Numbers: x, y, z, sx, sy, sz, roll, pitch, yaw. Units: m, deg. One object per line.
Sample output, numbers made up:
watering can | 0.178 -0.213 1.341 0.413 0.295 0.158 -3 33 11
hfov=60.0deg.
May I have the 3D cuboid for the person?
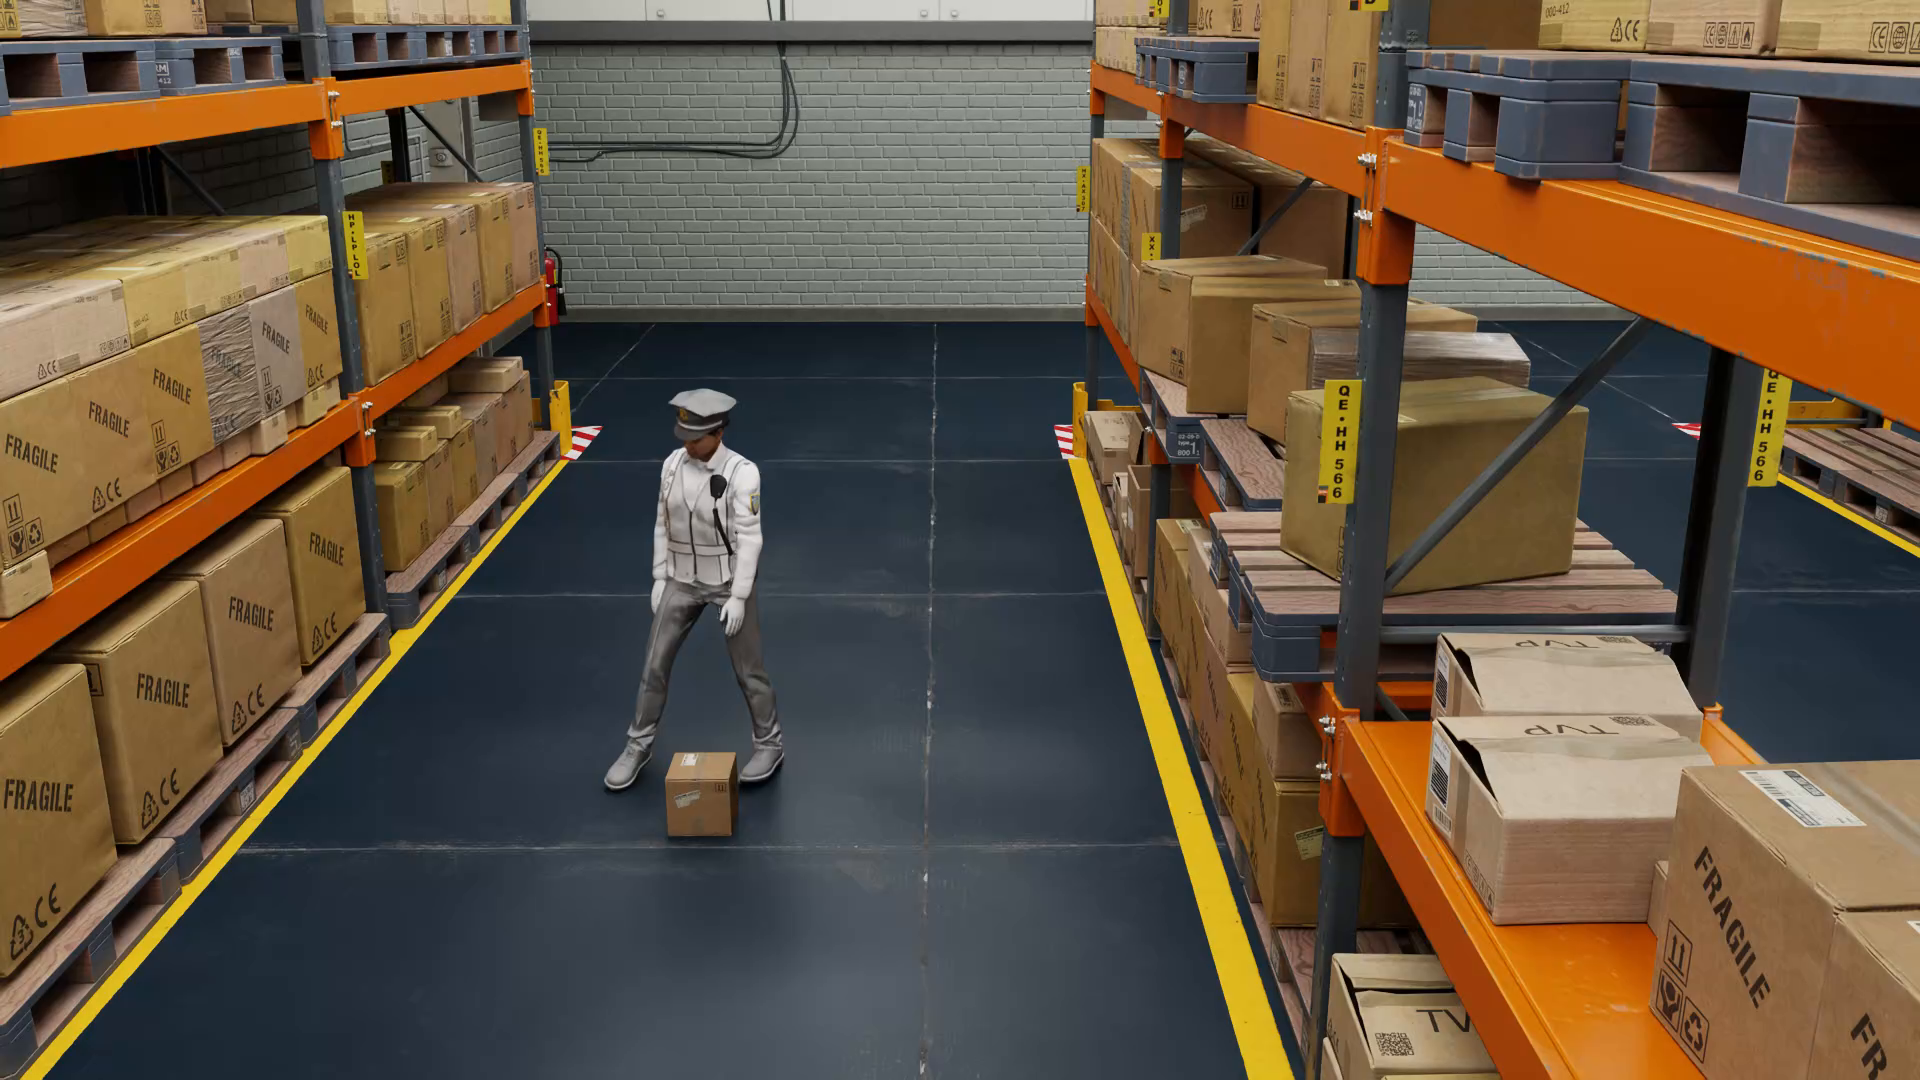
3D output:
person | -1.126 0.209 6.852 0.647 1.662 0.520 5 18 16
